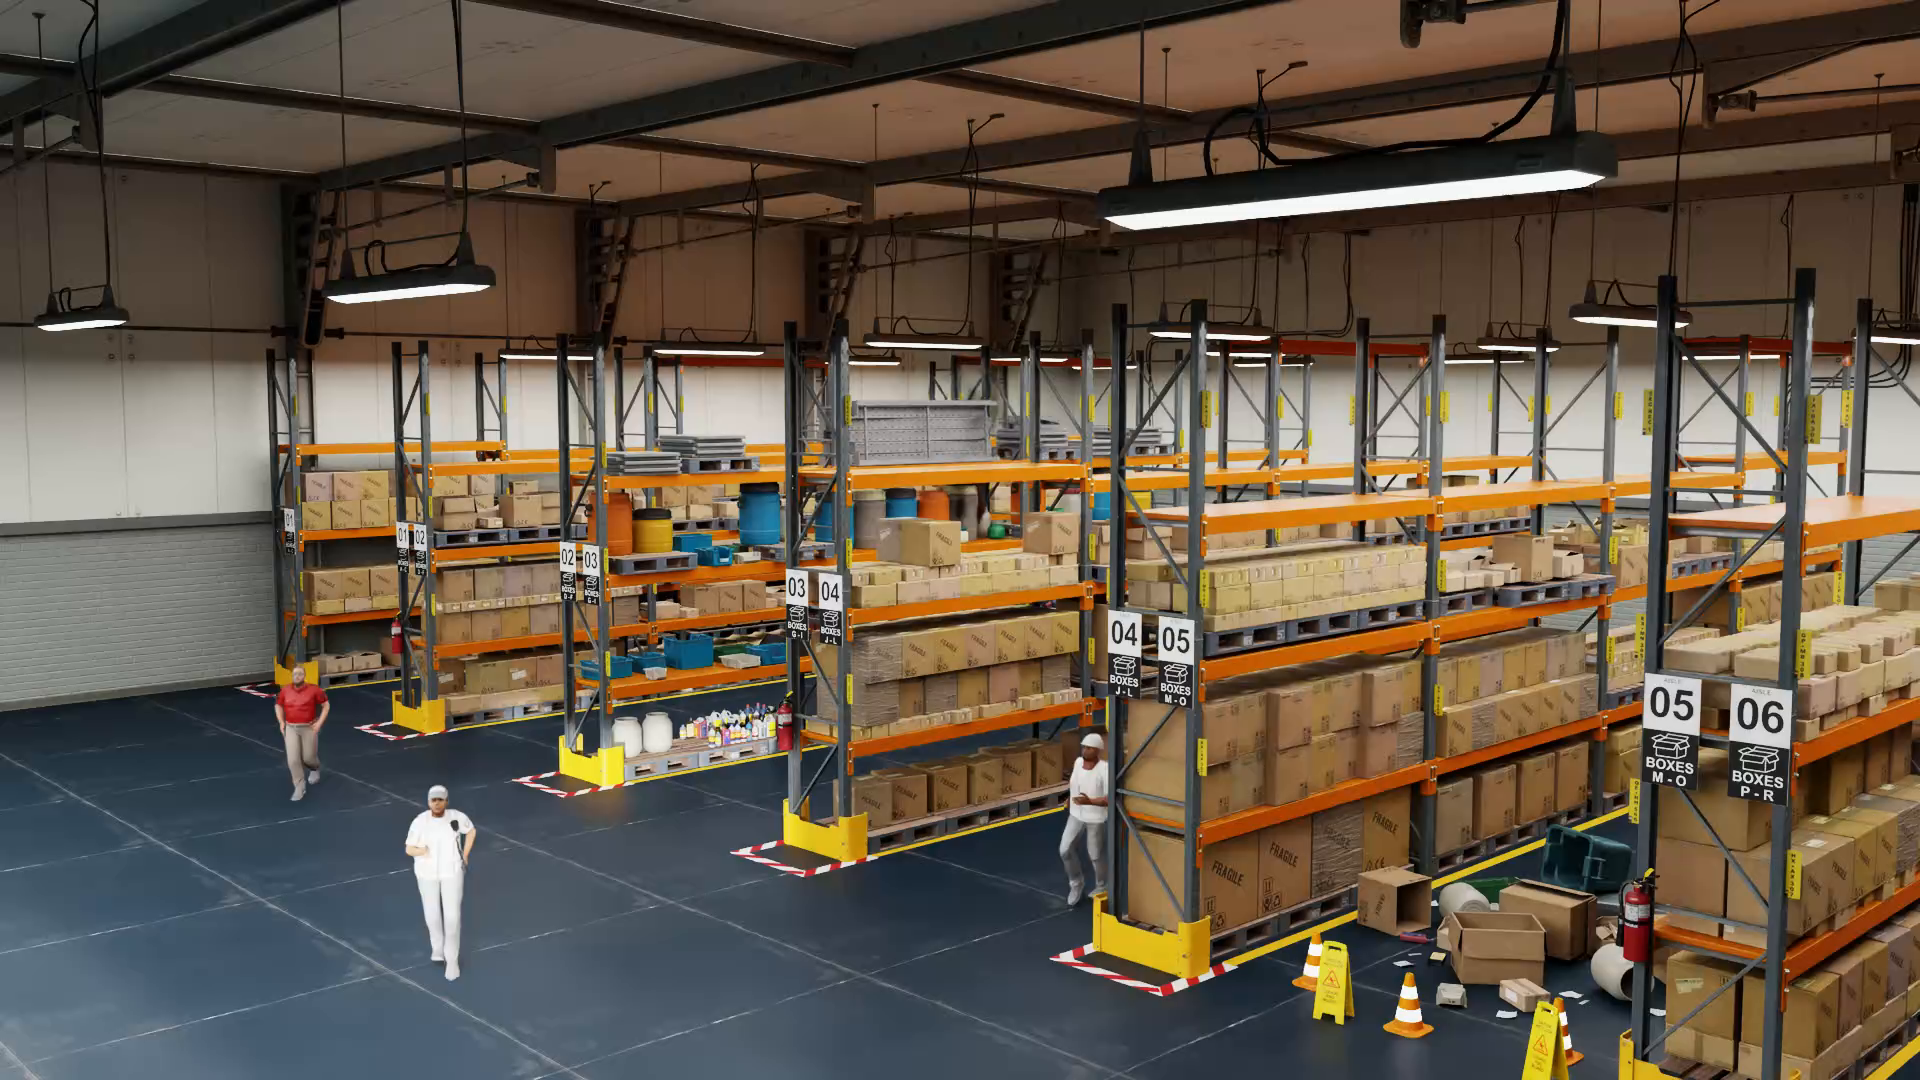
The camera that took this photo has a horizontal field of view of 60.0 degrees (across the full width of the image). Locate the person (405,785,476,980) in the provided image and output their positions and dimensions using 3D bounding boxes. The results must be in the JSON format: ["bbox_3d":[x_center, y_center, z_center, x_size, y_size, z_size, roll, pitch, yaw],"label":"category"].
[{"bbox_3d":[-4.661,3.051,14.925,0.585,1.723,0.708,-1,5,-11],"label":"person"}]

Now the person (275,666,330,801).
[{"bbox_3d":[-8.528,2.466,21.576,0.684,1.701,0.734,-1,5,-11],"label":"person"}]

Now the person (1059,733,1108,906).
[{"bbox_3d":[1.303,2.832,16.858,0.679,1.774,0.700,4,6,38],"label":"person"}]
